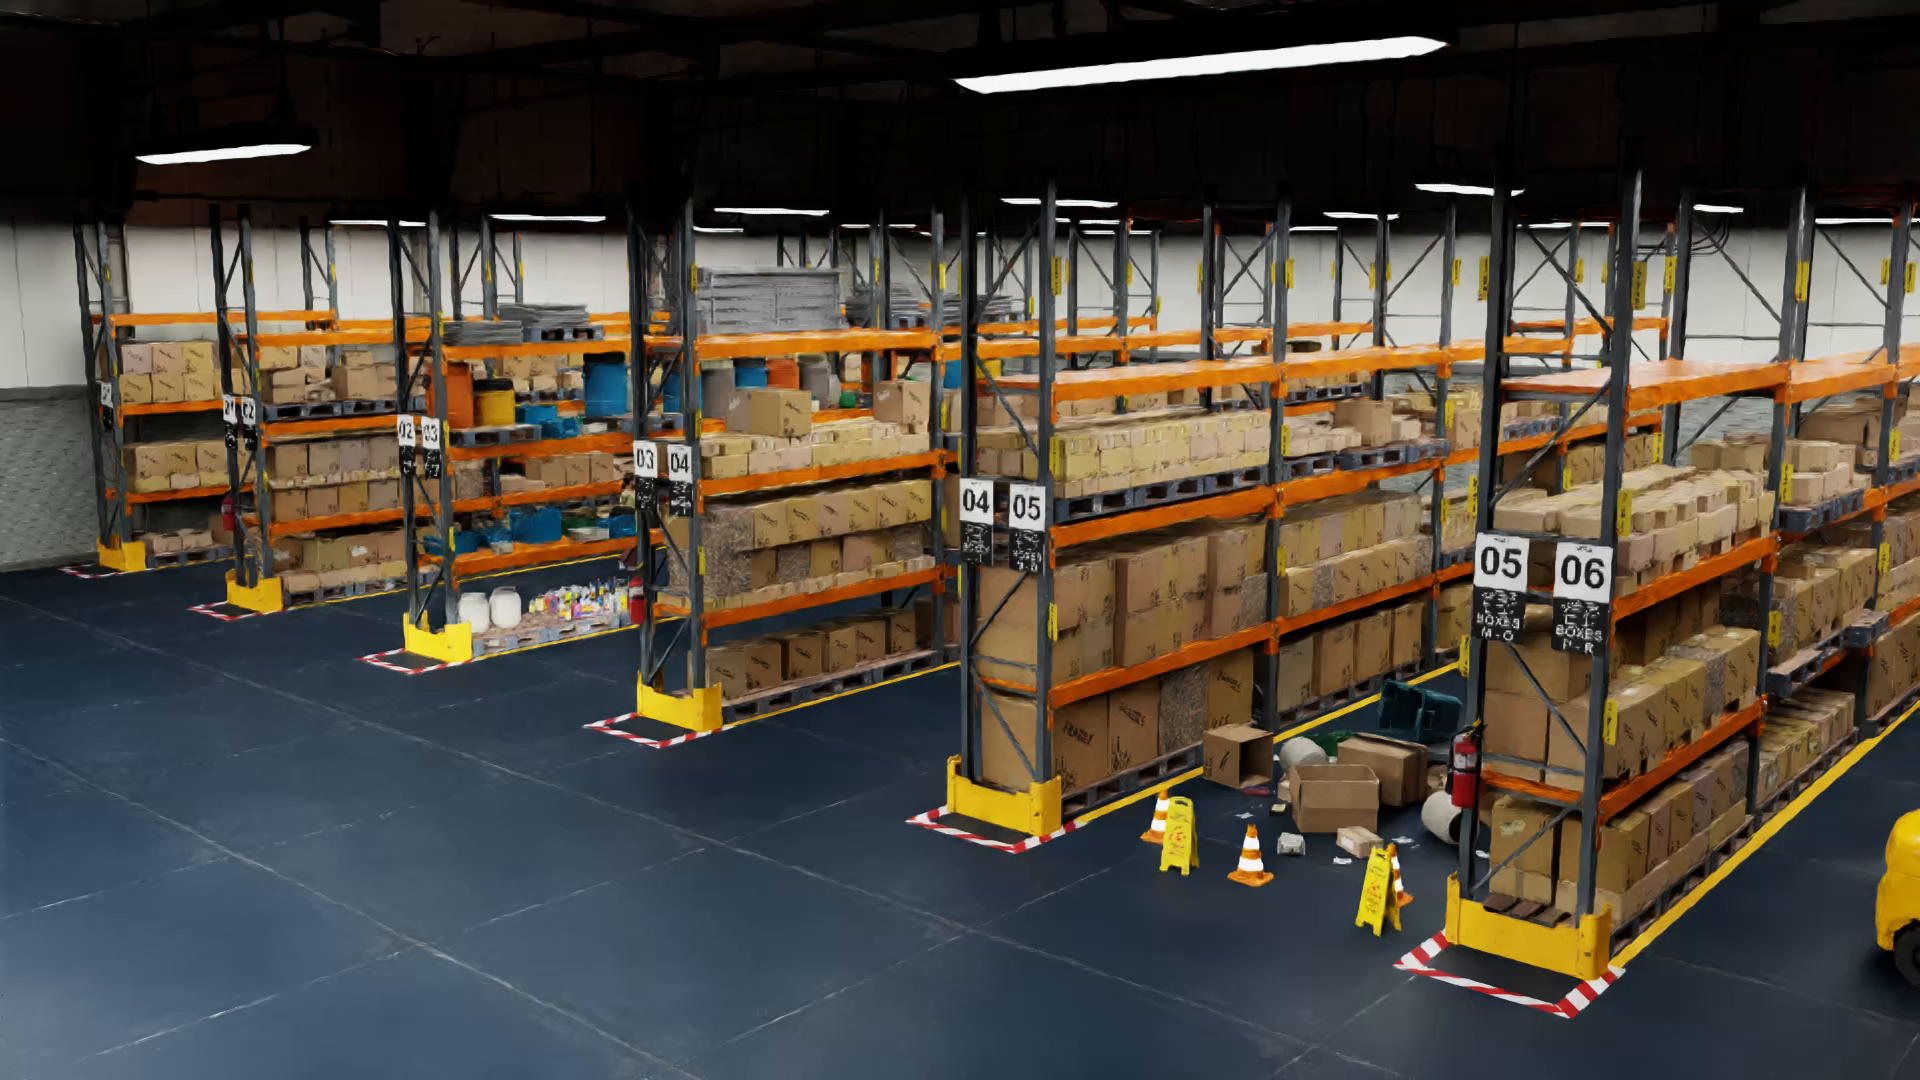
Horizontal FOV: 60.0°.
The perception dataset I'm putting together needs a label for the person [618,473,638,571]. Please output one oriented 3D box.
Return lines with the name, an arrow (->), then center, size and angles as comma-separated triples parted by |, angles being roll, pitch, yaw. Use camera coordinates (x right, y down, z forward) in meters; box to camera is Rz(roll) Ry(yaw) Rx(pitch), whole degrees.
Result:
person -> -5.559, -0.297, 28.001 | 0.435, 1.671, 0.492 | 2, 10, 14
